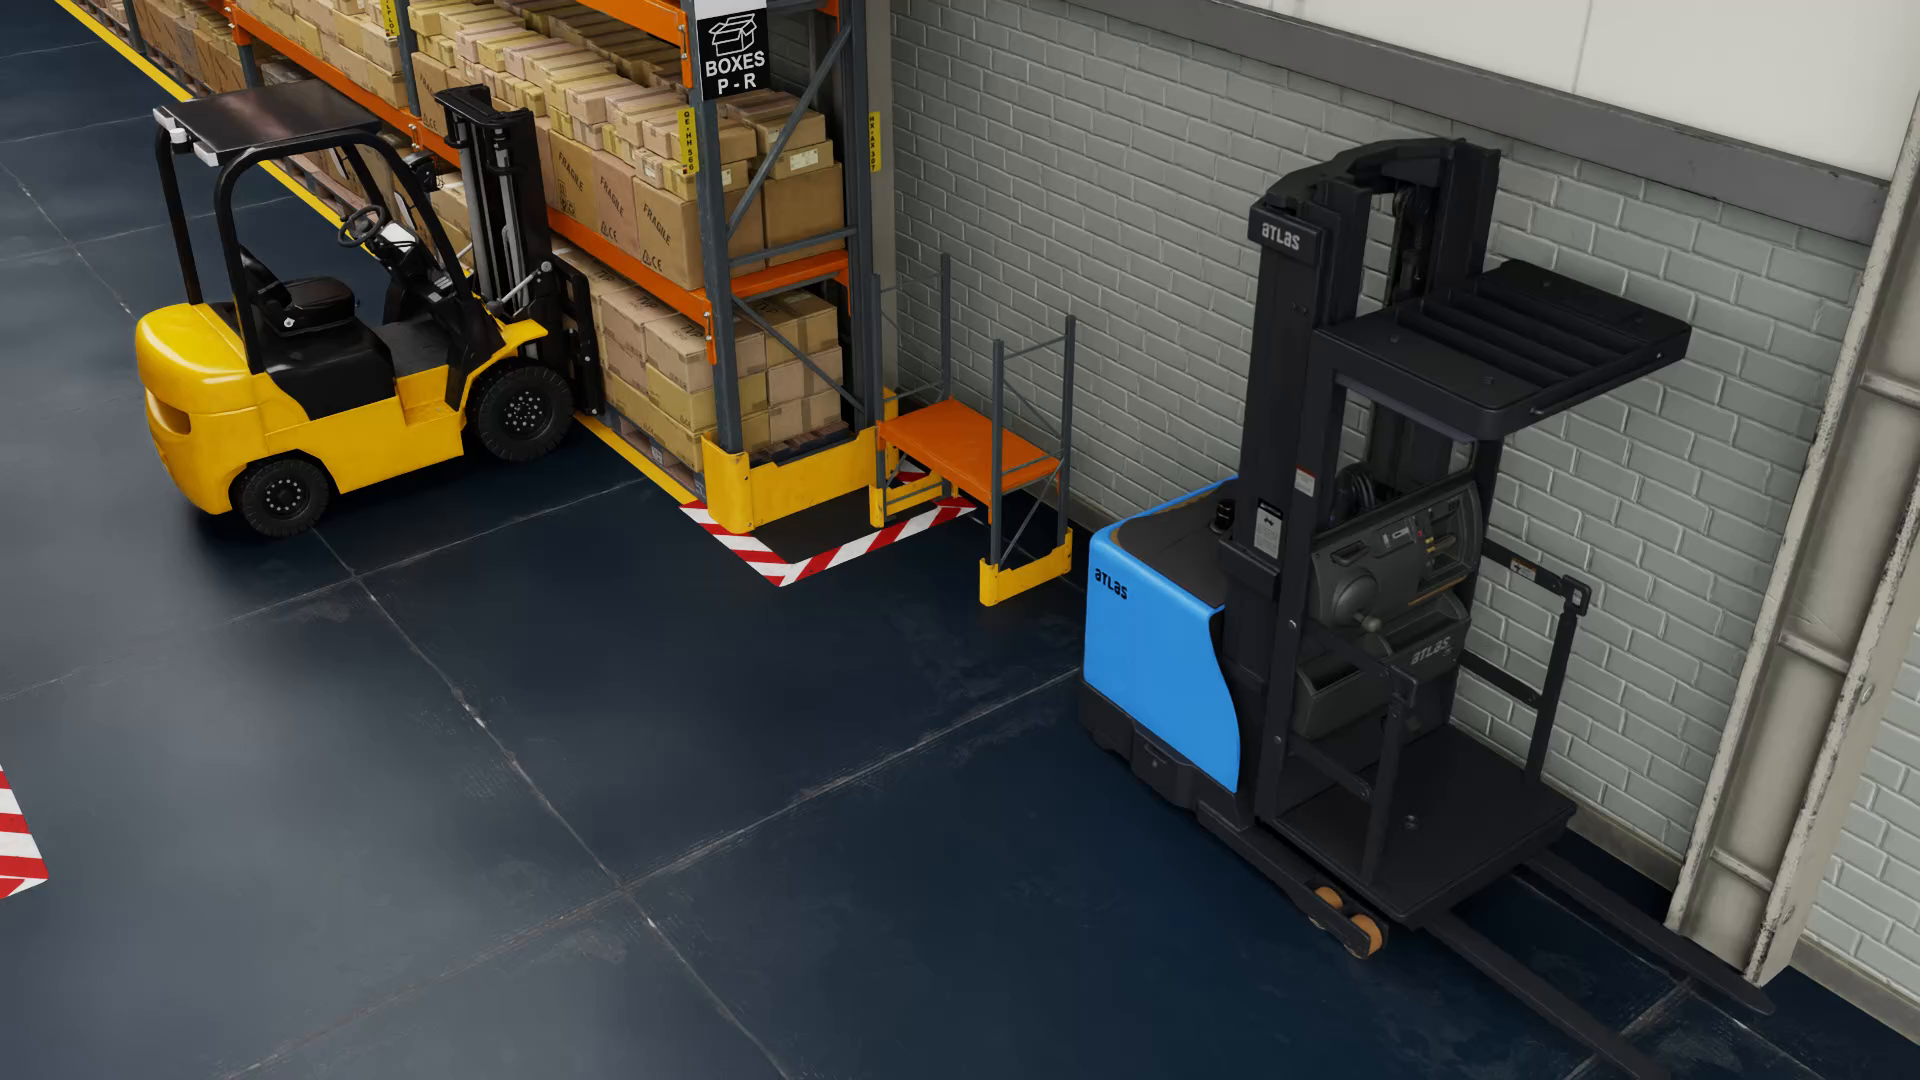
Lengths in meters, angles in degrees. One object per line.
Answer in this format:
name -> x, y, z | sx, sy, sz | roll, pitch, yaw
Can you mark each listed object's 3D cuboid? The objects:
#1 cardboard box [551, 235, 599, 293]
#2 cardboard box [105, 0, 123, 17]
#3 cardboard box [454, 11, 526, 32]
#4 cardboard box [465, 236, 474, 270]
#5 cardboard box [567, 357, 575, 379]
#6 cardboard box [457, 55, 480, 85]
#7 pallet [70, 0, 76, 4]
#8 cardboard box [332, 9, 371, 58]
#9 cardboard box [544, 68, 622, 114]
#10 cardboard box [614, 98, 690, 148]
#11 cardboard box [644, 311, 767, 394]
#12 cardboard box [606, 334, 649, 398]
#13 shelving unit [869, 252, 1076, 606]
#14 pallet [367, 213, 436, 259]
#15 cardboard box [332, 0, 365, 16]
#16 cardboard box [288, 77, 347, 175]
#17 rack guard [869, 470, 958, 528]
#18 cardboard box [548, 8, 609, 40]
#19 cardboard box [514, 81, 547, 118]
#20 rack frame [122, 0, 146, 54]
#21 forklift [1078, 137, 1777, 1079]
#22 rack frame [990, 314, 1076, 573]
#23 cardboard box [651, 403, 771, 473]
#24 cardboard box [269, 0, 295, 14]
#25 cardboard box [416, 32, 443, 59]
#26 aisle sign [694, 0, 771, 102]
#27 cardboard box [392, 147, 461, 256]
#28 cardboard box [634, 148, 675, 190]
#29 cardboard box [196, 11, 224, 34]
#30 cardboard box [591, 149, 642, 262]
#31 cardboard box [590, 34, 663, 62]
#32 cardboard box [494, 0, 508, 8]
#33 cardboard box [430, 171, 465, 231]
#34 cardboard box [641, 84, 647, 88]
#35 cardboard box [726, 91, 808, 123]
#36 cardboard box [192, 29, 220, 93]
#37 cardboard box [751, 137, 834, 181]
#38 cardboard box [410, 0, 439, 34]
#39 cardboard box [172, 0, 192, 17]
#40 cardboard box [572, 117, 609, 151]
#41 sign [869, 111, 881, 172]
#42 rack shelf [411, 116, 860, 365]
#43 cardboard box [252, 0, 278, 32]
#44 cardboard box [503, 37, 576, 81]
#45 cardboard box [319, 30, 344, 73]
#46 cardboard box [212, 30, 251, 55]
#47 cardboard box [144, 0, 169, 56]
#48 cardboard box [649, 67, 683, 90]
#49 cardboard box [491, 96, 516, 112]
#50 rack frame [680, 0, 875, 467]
cardboard box -> -2.382, -1.723, 10.441 | 0.500, 0.250, 0.500 | -23, 39, -32
cardboard box -> -9.064, -5.869, 18.050 | 0.396, 0.266, 0.258 | -21, 37, -30
cardboard box -> -3.010, -3.264, 10.671 | 0.380, 0.149, 0.250 | -23, 39, -32
cardboard box -> -3.003, -1.944, 11.271 | 0.500, 0.250, 0.500 | -22, 38, -32
cardboard box -> -2.384, -1.300, 10.708 | 0.500, 0.250, 0.500 | -21, 38, -30
cardboard box -> -2.944, -2.998, 10.525 | 0.380, 0.149, 0.250 | -21, 38, -30
pallet -> -10.188, -6.685, 19.813 | 1.003, 0.211, 1.213 | -22, 38, -31
cardboard box -> -4.190, -3.715, 12.056 | 0.500, 0.250, 0.500 | -23, 39, -33
cardboard box -> -2.161, -2.590, 9.585 | 0.380, 0.149, 0.250 | -21, 38, -30
cardboard box -> -1.657, -2.283, 9.092 | 0.380, 0.149, 0.250 | -21, 38, -30
cardboard box -> -1.442, -1.091, 9.424 | 0.500, 0.250, 0.500 | -21, 37, -30
cardboard box -> -1.758, -1.102, 9.915 | 0.500, 0.250, 0.500 | -23, 38, -32
shelving unit -> 0.047, -0.605, 8.803 | 0.587, 1.500, 1.083 | -22, 38, -31
pallet -> -3.849, -2.342, 12.820 | 1.003, 0.211, 1.213 | -22, 38, -31
cardboard box -> -4.298, -3.908, 11.990 | 0.380, 0.149, 0.250 | -24, 39, -33
cardboard box -> -5.040, -3.534, 13.951 | 0.875, 0.625, 0.625 | -21, 37, -30
rack guard -> -0.259, -0.282, 9.467 | 0.587, 0.250, 0.087 | -22, 38, -31
cardboard box -> -2.435, -3.333, 10.782 | 0.380, 0.149, 0.250 | -23, 39, -32
cardboard box -> -2.446, -2.681, 10.014 | 0.380, 0.149, 0.250 | -23, 39, -32
rack frame -> -8.272, -6.566, 16.979 | 1.000, 3.000, 0.127 | -22, 38, -31
forklift -> 1.825, 0.113, 6.290 | 1.130, 2.935, 3.031 | -21, 38, -30
rack frame -> 0.364, -0.390, 8.456 | 0.500, 1.500, 0.032 | -22, 38, -31
cardboard box -> -1.451, -0.669, 9.692 | 0.500, 0.250, 0.500 | -22, 38, -31
cardboard box -> -5.127, -4.351, 13.080 | 0.500, 0.250, 0.500 | -23, 39, -33
cardboard box -> -3.378, -3.332, 11.062 | 0.380, 0.149, 0.250 | -23, 39, -32
aisle sign -> -1.105, -2.547, 8.044 | 0.394, 0.787, 0.004 | -22, 38, -31
cardboard box -> -3.695, -2.615, 12.471 | 0.875, 0.625, 0.625 | -20, 37, -29
cardboard box -> -1.527, -2.034, 8.972 | 0.380, 0.149, 0.250 | -22, 38, -31
cardboard box -> -6.920, -4.871, 15.606 | 0.380, 0.149, 0.250 | -23, 39, -32
cardboard box -> -1.733, -1.947, 9.447 | 0.500, 0.500, 0.500 | -21, 38, -30
cardboard box -> -2.041, -2.981, 10.216 | 0.380, 0.149, 0.250 | -21, 38, -30
cardboard box -> -2.932, -3.641, 11.278 | 0.380, 0.149, 0.250 | -22, 38, -31
cardboard box -> -3.317, -2.364, 11.474 | 0.500, 0.250, 0.500 | -23, 39, -32
cardboard box -> -1.838, -2.754, 10.132 | 0.380, 0.149, 0.250 | -22, 38, -32
cardboard box -> -1.064, -2.349, 9.198 | 0.380, 0.149, 0.250 | -21, 37, -30
cardboard box -> -6.870, -4.551, 15.706 | 0.500, 0.500, 0.500 | -20, 37, -29
cardboard box -> -0.916, -2.108, 9.092 | 0.380, 0.149, 0.250 | -23, 39, -33
cardboard box -> -3.751, -3.621, 11.527 | 0.380, 0.149, 0.250 | -21, 37, -30
cardboard box -> -7.412, -5.199, 16.134 | 0.380, 0.149, 0.250 | -21, 37, -30
cardboard box -> -1.982, -2.365, 9.505 | 0.380, 0.149, 0.250 | -24, 39, -33
sign -> -0.471, -2.143, 8.962 | 0.100, 0.325, 0.005 | -22, 38, -31
rack shelf -> -2.140, -2.093, 10.458 | 1.077, 0.370, 4.000 | -22, 38, -31
cardboard box -> -5.435, -4.360, 13.569 | 0.500, 0.250, 0.500 | -23, 39, -32
cardboard box -> -2.552, -2.936, 10.143 | 0.380, 0.149, 0.250 | -22, 38, -32
cardboard box -> -4.475, -3.718, 12.536 | 0.500, 0.250, 0.500 | -22, 38, -31
cardboard box -> -6.514, -4.519, 15.039 | 0.380, 0.149, 0.250 | -24, 39, -34
cardboard box -> -7.819, -5.189, 16.734 | 0.500, 0.500, 0.500 | -23, 38, -32
cardboard box -> -1.579, -2.654, 9.688 | 0.380, 0.149, 0.250 | -21, 38, -30
cardboard box -> -2.656, -2.583, 10.471 | 0.500, 0.500, 0.500 | -23, 38, -32
rack frame -> -0.913, -1.565, 8.927 | 1.000, 3.000, 0.127 | -22, 38, -31
